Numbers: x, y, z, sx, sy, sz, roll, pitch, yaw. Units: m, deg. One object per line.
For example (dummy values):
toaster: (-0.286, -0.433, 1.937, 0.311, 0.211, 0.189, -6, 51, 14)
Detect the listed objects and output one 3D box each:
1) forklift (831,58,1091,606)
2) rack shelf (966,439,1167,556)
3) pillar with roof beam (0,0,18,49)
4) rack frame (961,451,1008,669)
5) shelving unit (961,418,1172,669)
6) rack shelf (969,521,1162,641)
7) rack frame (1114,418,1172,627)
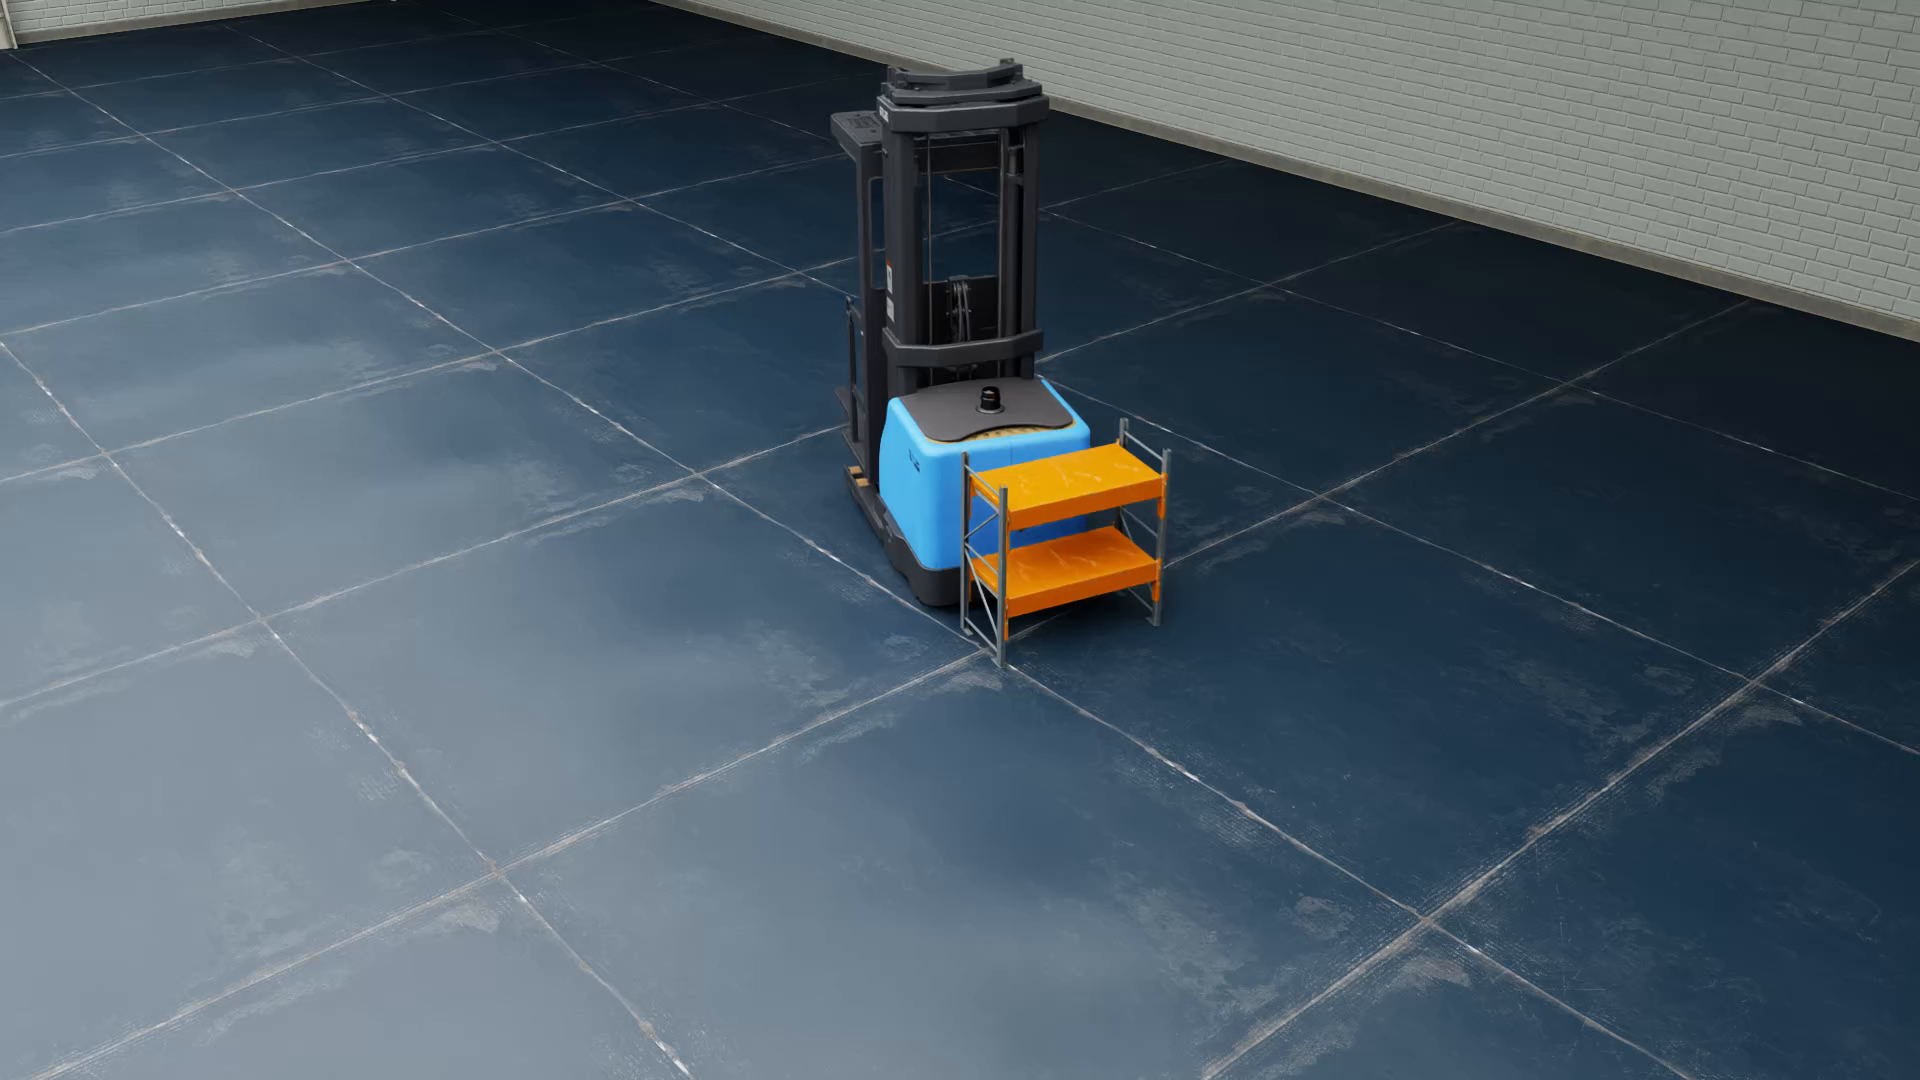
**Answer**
forklift: (-0.151, -1.585, 10.464, 1.130, 2.935, 3.031, -8, 29, -15)
rack shelf: (0.585, -0.249, 9.258, 1.000, 0.278, 0.538, -13, 31, -23)
pillar with roof beam: (-10.909, -9.446, 18.736, 0.400, 9.000, 9.100, -22, 35, -35)
rack frame: (0.128, 0.115, 9.199, 0.032, 1.125, 0.500, -13, 31, -23)
shelving unit: (0.584, 0.009, 9.397, 1.048, 1.125, 0.538, -13, 31, -23)
rack shelf: (0.584, 0.224, 9.512, 1.000, 0.278, 0.538, -13, 31, -23)
rack frame: (1.040, -0.097, 9.594, 0.032, 1.125, 0.500, -13, 31, -23)
